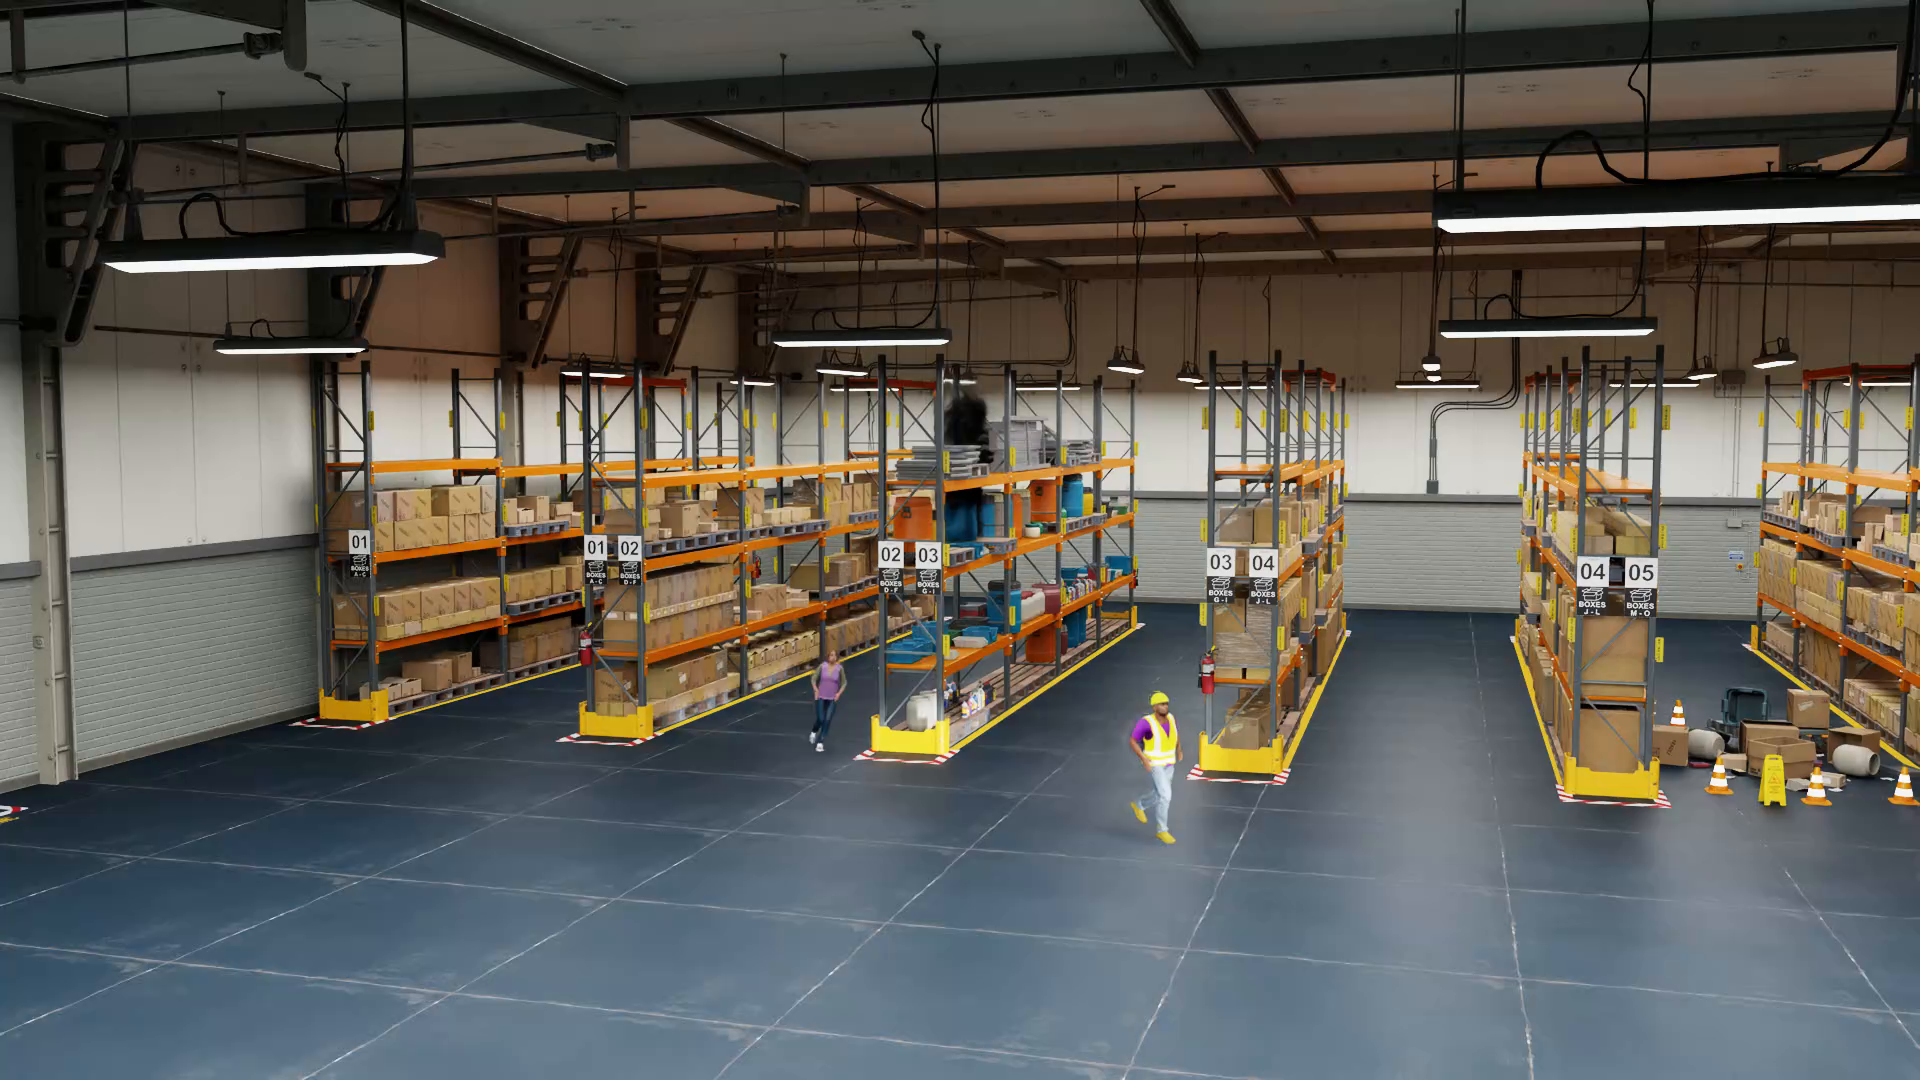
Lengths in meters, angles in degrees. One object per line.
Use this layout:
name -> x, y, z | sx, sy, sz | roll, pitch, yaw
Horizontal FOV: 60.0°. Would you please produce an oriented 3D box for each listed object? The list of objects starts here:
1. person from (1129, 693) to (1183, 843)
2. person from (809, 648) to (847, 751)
person -> 2.347, 2.697, 20.032 | 0.694, 1.772, 0.810 | -3, 5, -37
person -> -2.006, 2.424, 25.367 | 0.571, 1.553, 0.519 | -1, 4, -9
